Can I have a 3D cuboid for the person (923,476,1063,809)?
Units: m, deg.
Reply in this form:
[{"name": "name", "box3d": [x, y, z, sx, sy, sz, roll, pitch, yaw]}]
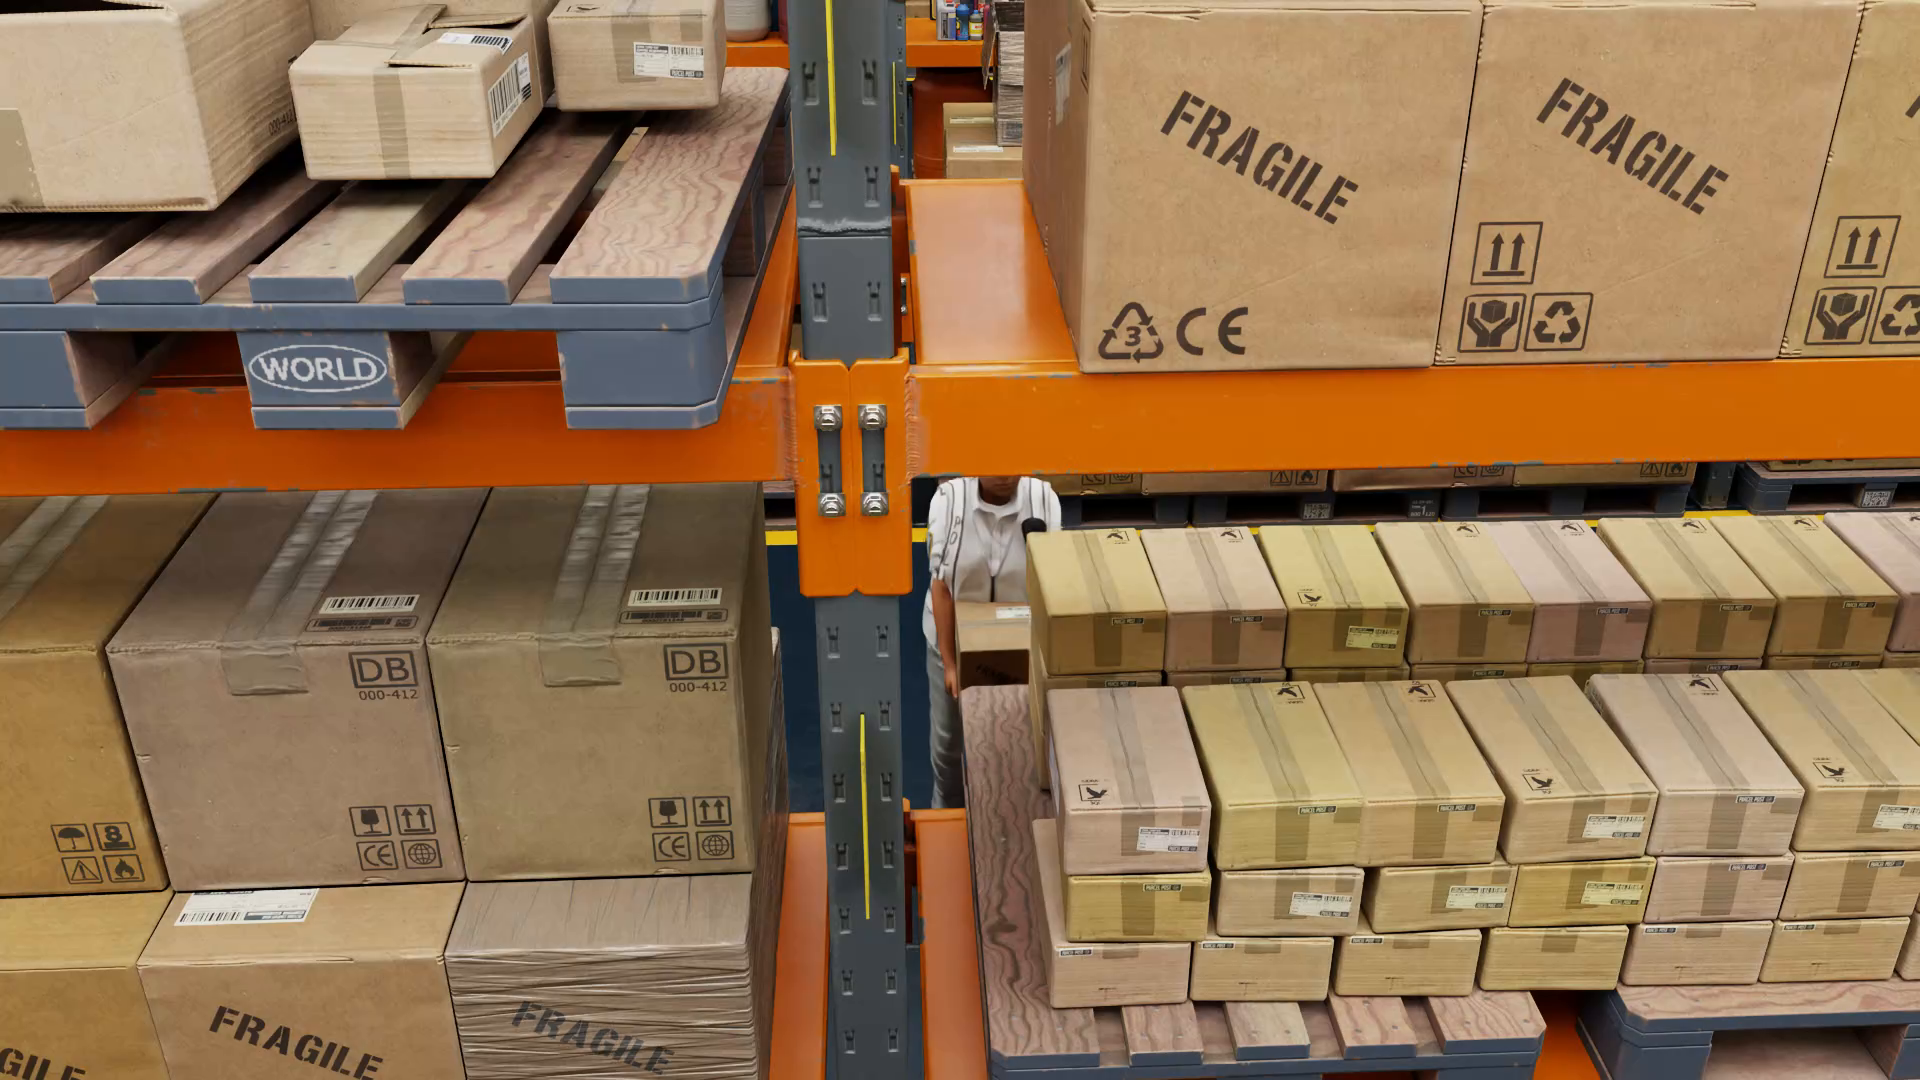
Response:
[{"name": "person", "box3d": [0.109, 0.377, 5.413, 0.452, 1.663, 0.549, -2, 28, -3]}]
